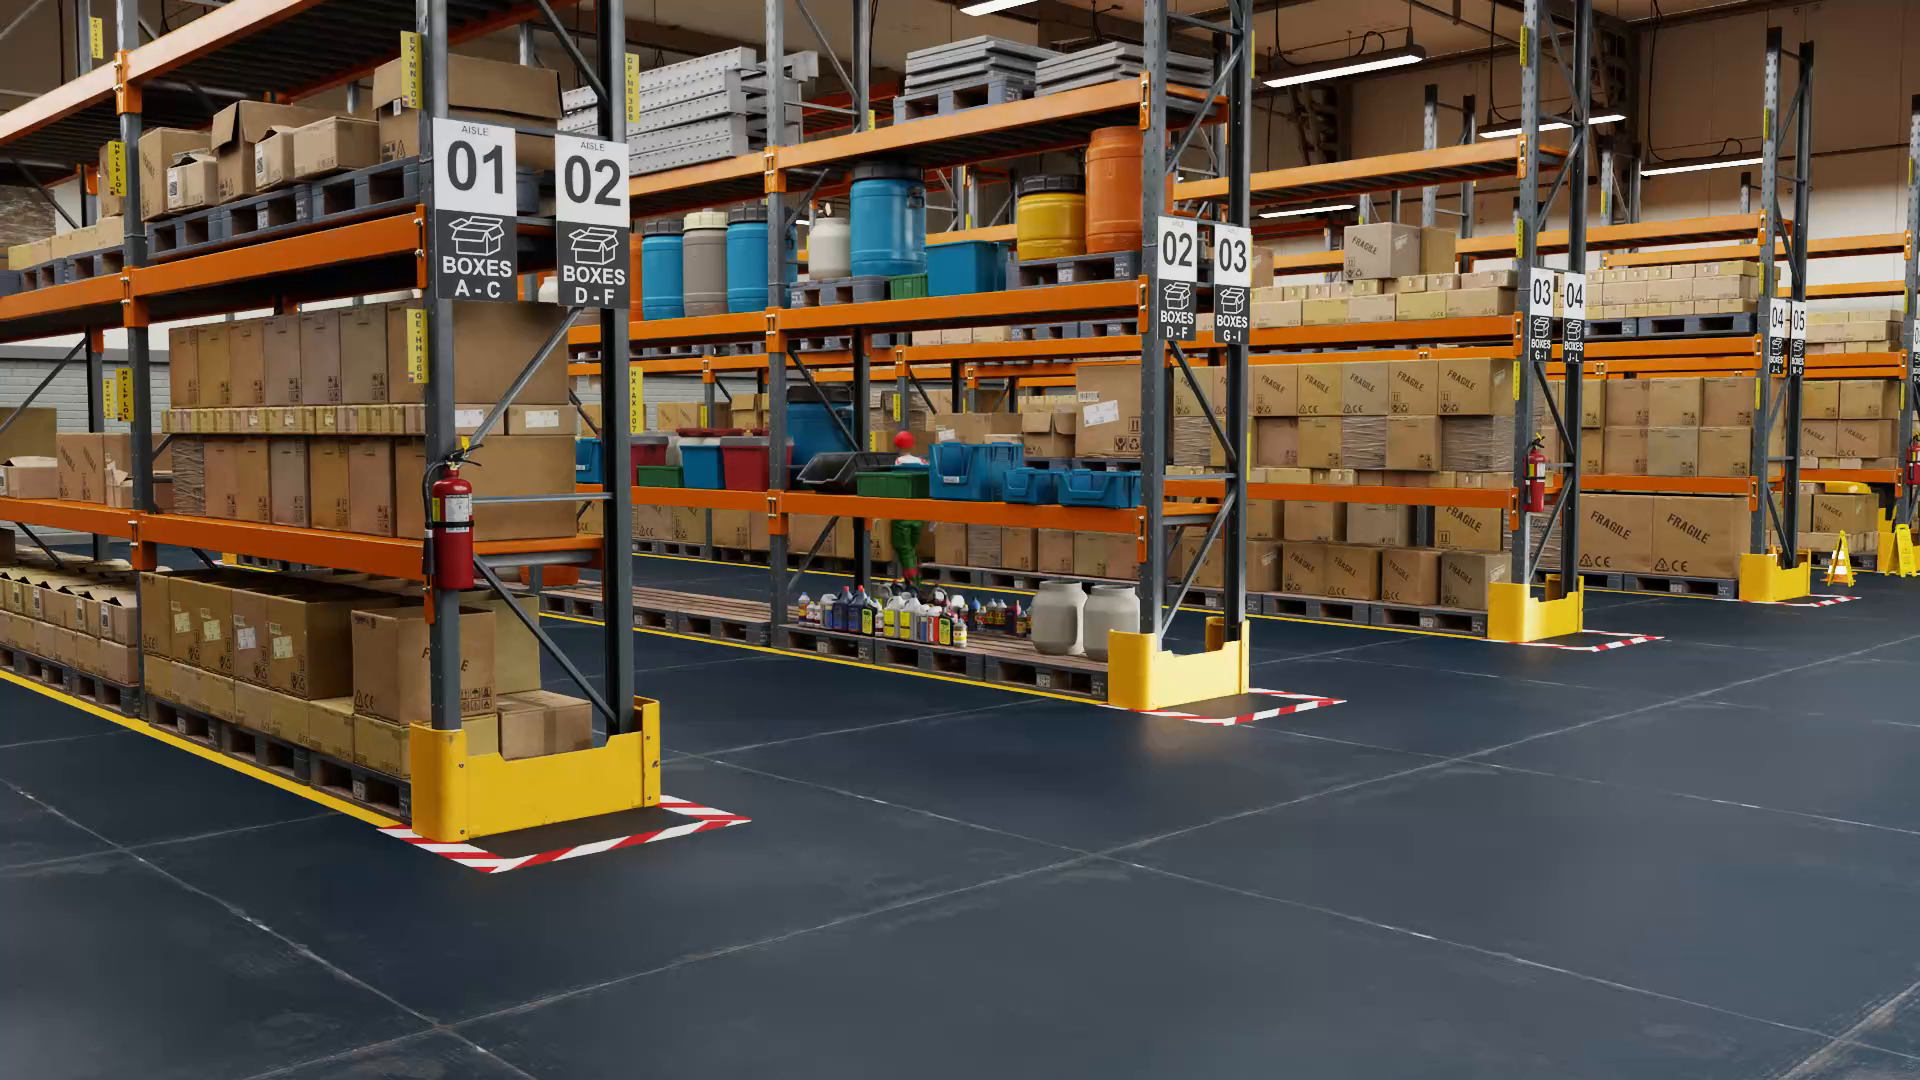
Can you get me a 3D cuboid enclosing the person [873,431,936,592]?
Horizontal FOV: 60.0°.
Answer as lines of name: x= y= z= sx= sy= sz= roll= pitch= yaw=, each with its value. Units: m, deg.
person: x=-0.549 y=-0.204 z=17.126 sx=0.586 sy=1.841 sz=0.563 roll=-3 pitch=5 yaw=-35
